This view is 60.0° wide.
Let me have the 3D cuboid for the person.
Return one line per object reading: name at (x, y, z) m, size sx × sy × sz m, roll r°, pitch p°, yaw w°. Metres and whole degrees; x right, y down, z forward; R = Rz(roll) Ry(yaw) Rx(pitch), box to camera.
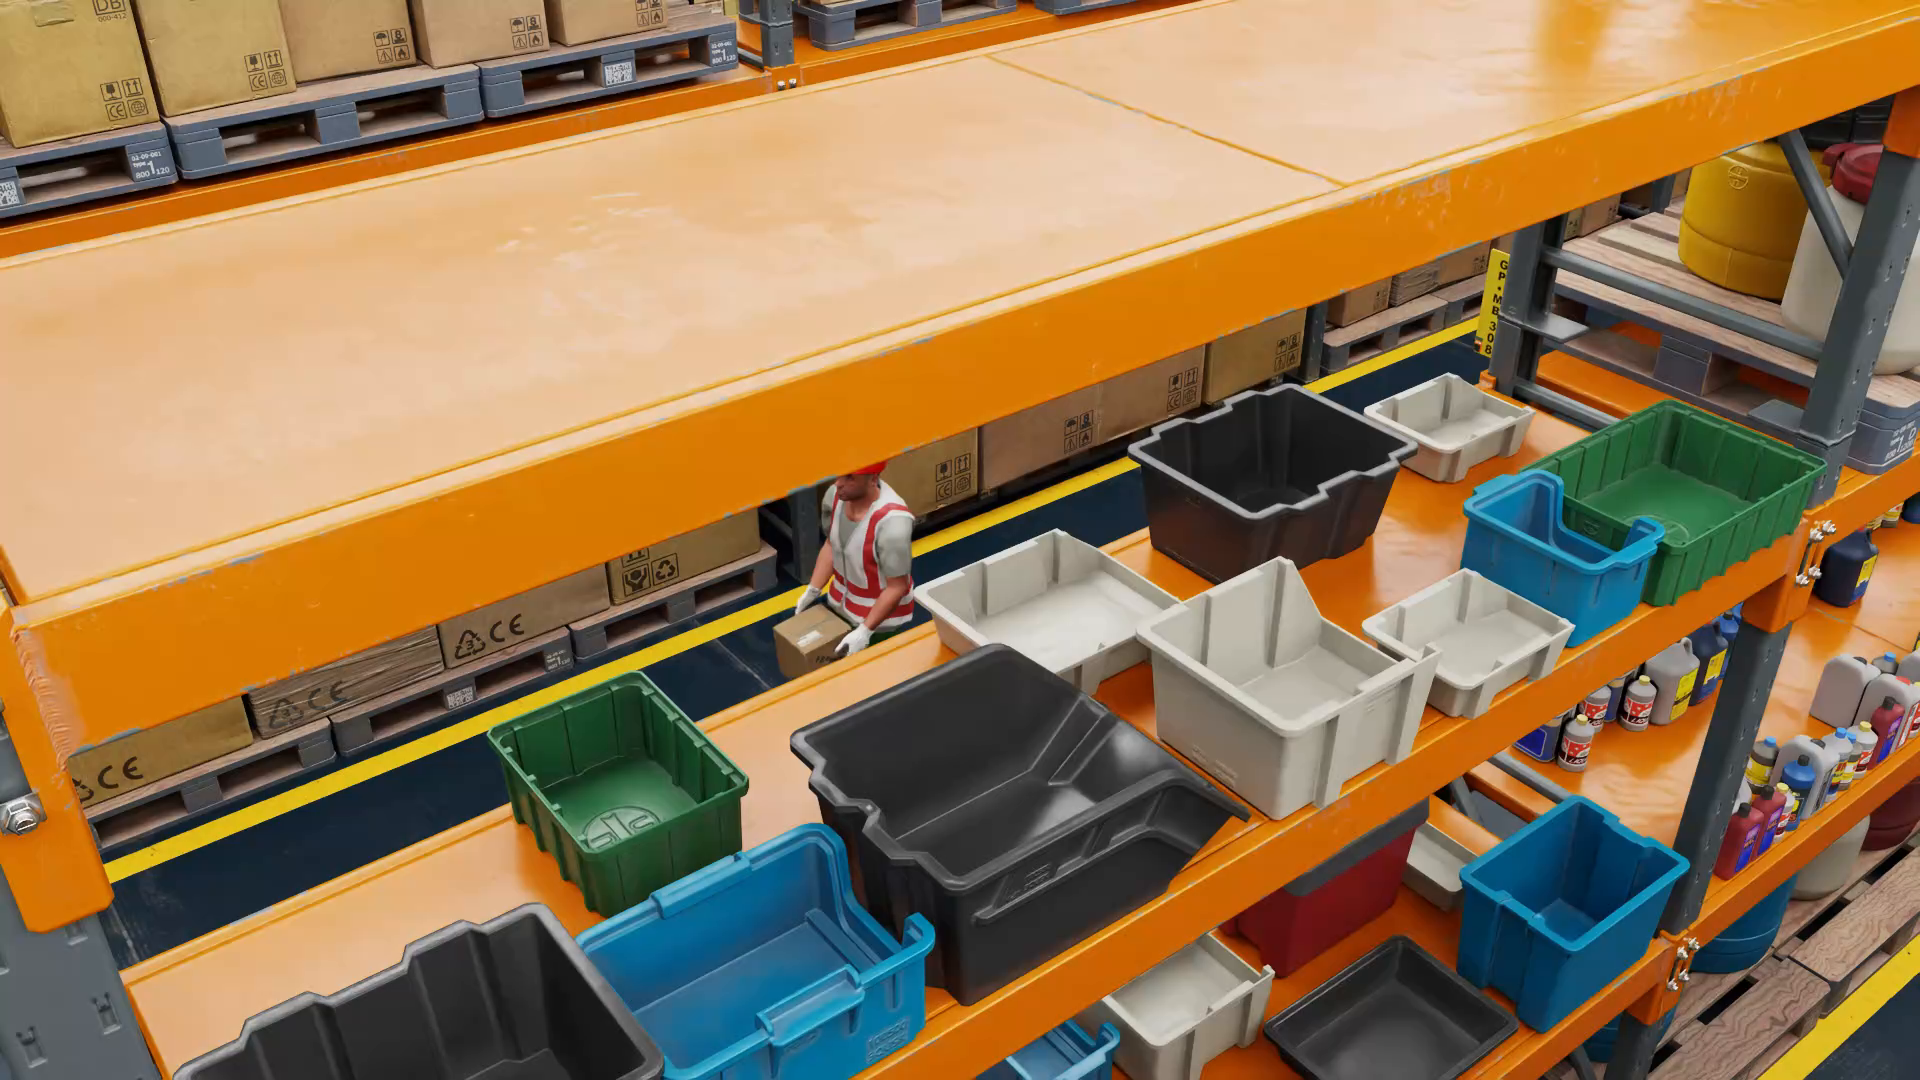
person at (-0.440, 0.340, 7.227) m, size 0.462 × 1.792 × 0.535 m, roll -23°, pitch 39°, yaw -32°
